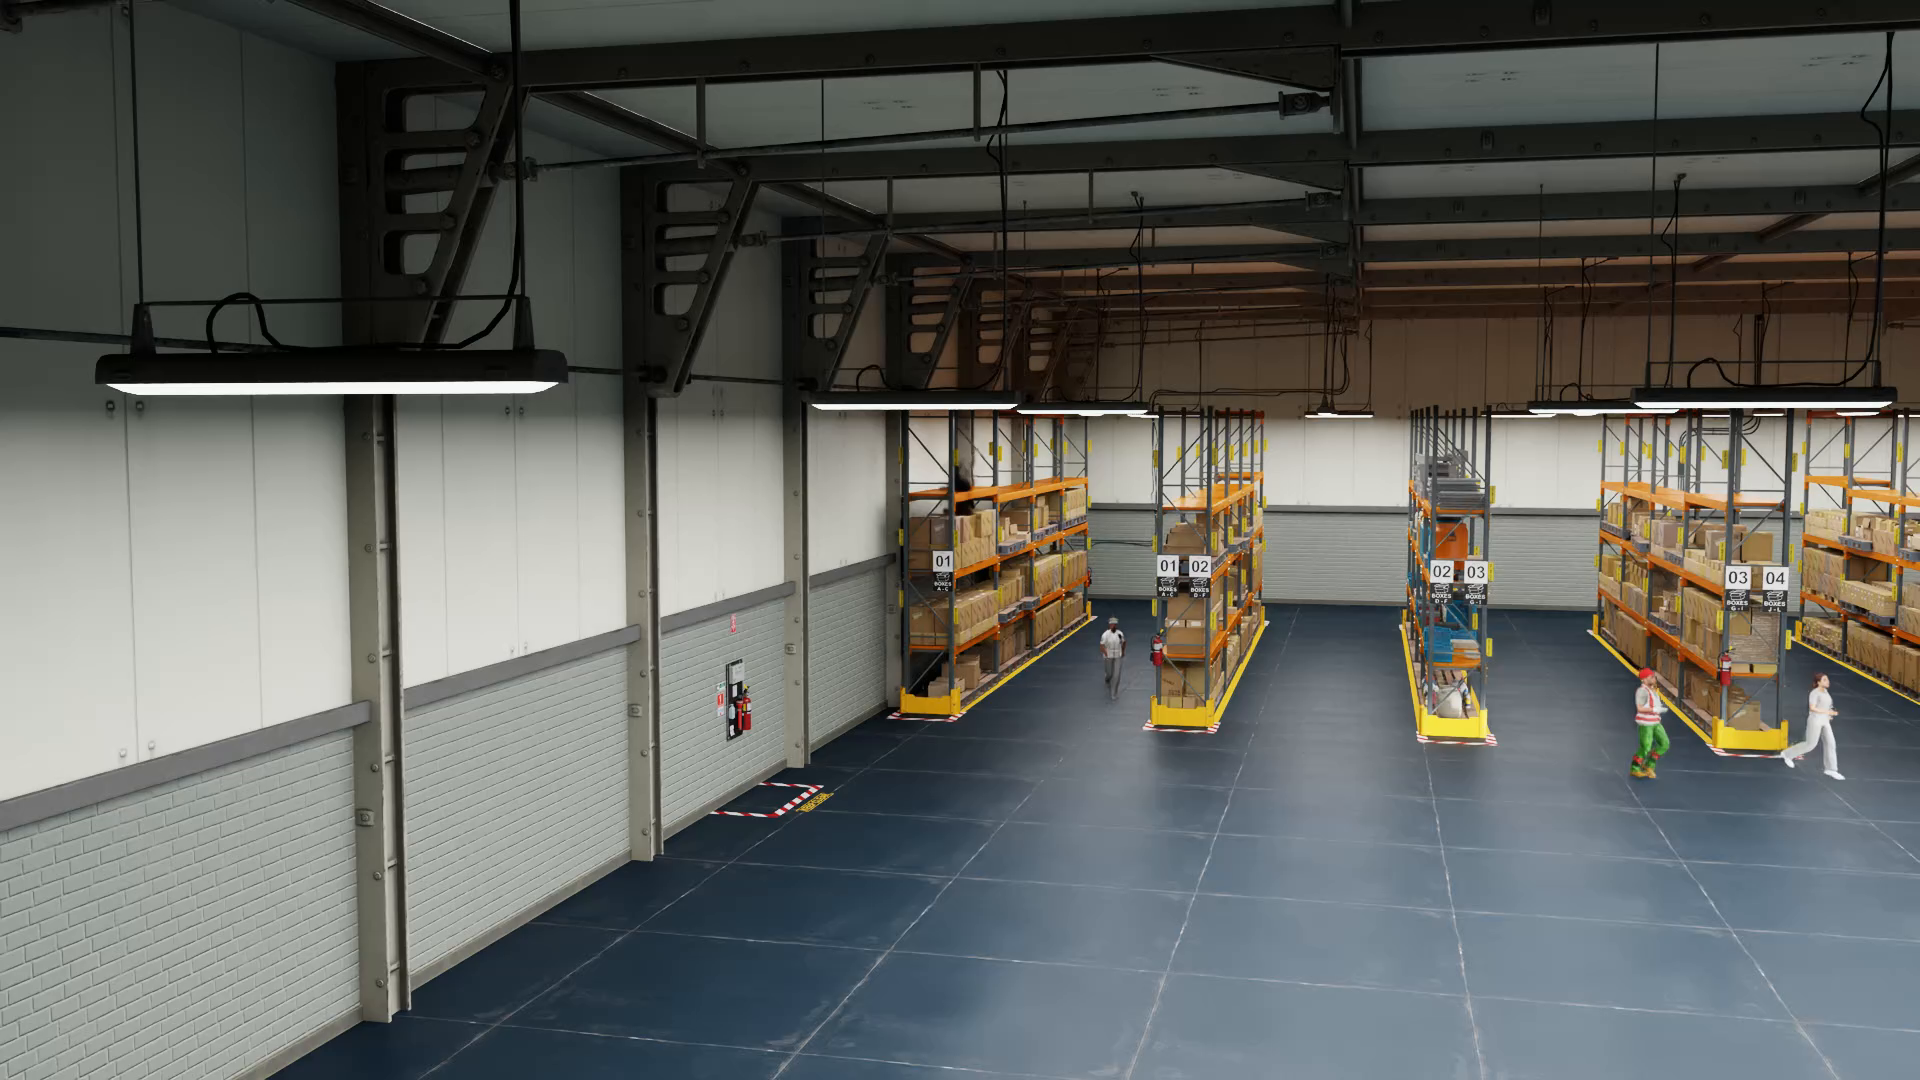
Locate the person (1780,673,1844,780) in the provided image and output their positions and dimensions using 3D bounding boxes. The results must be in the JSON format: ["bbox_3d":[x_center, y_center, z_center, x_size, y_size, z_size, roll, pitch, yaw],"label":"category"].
[{"bbox_3d":[13.808,2.967,26.843,0.578,1.678,0.955,-3,5,-36],"label":"person"}]

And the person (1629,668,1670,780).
[{"bbox_3d":[10.999,2.939,26.439,0.634,1.795,0.655,-3,5,-40],"label":"person"}]

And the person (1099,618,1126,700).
[{"bbox_3d":[3.170,2.431,34.382,0.579,1.682,0.764,0,4,-4],"label":"person"}]
